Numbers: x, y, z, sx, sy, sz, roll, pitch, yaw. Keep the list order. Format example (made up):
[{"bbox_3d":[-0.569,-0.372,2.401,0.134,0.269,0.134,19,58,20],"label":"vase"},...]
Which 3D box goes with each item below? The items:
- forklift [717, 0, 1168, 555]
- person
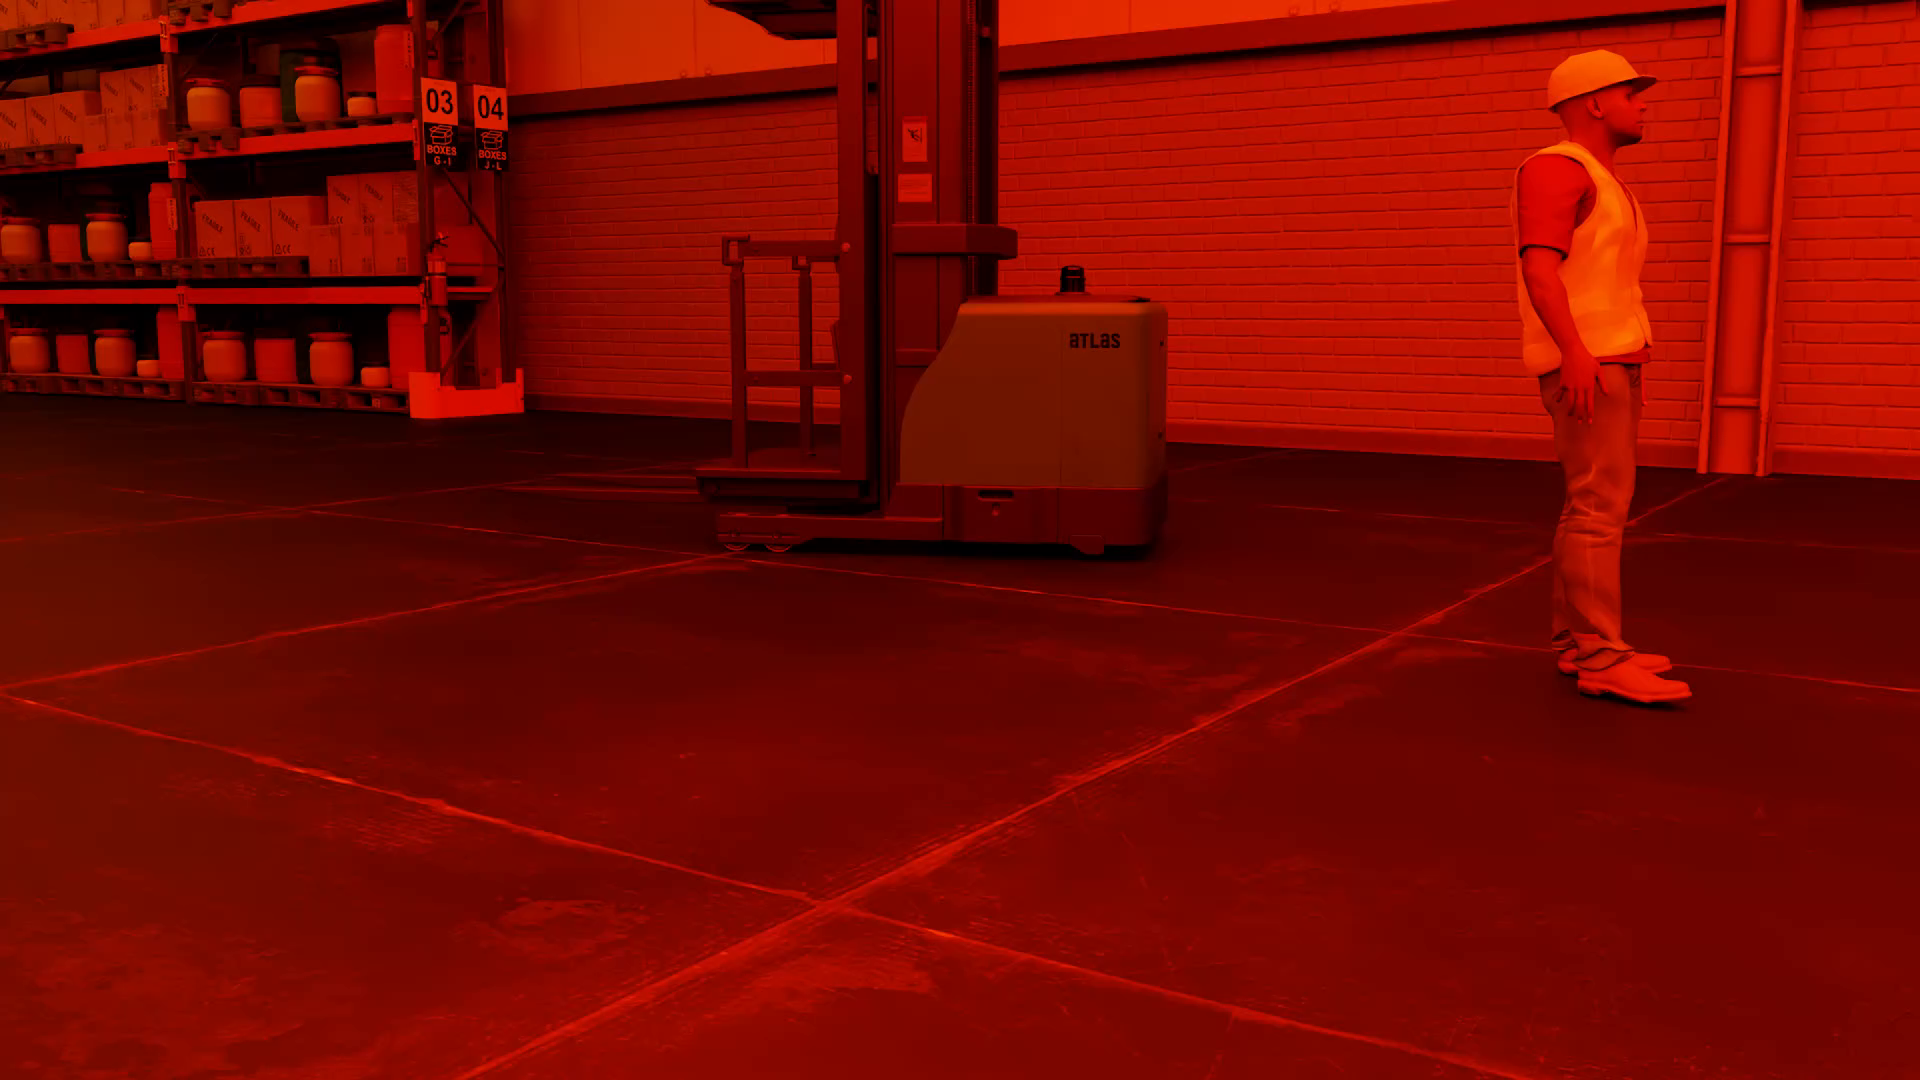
[{"bbox_3d":[-0.061,-1.409,7.416,1.939,2.843,1.129,2,8,12],"label":"forklift"},{"bbox_3d":[1.850,-0.482,4.670,0.577,1.765,0.665,5,10,34],"label":"person"}]
